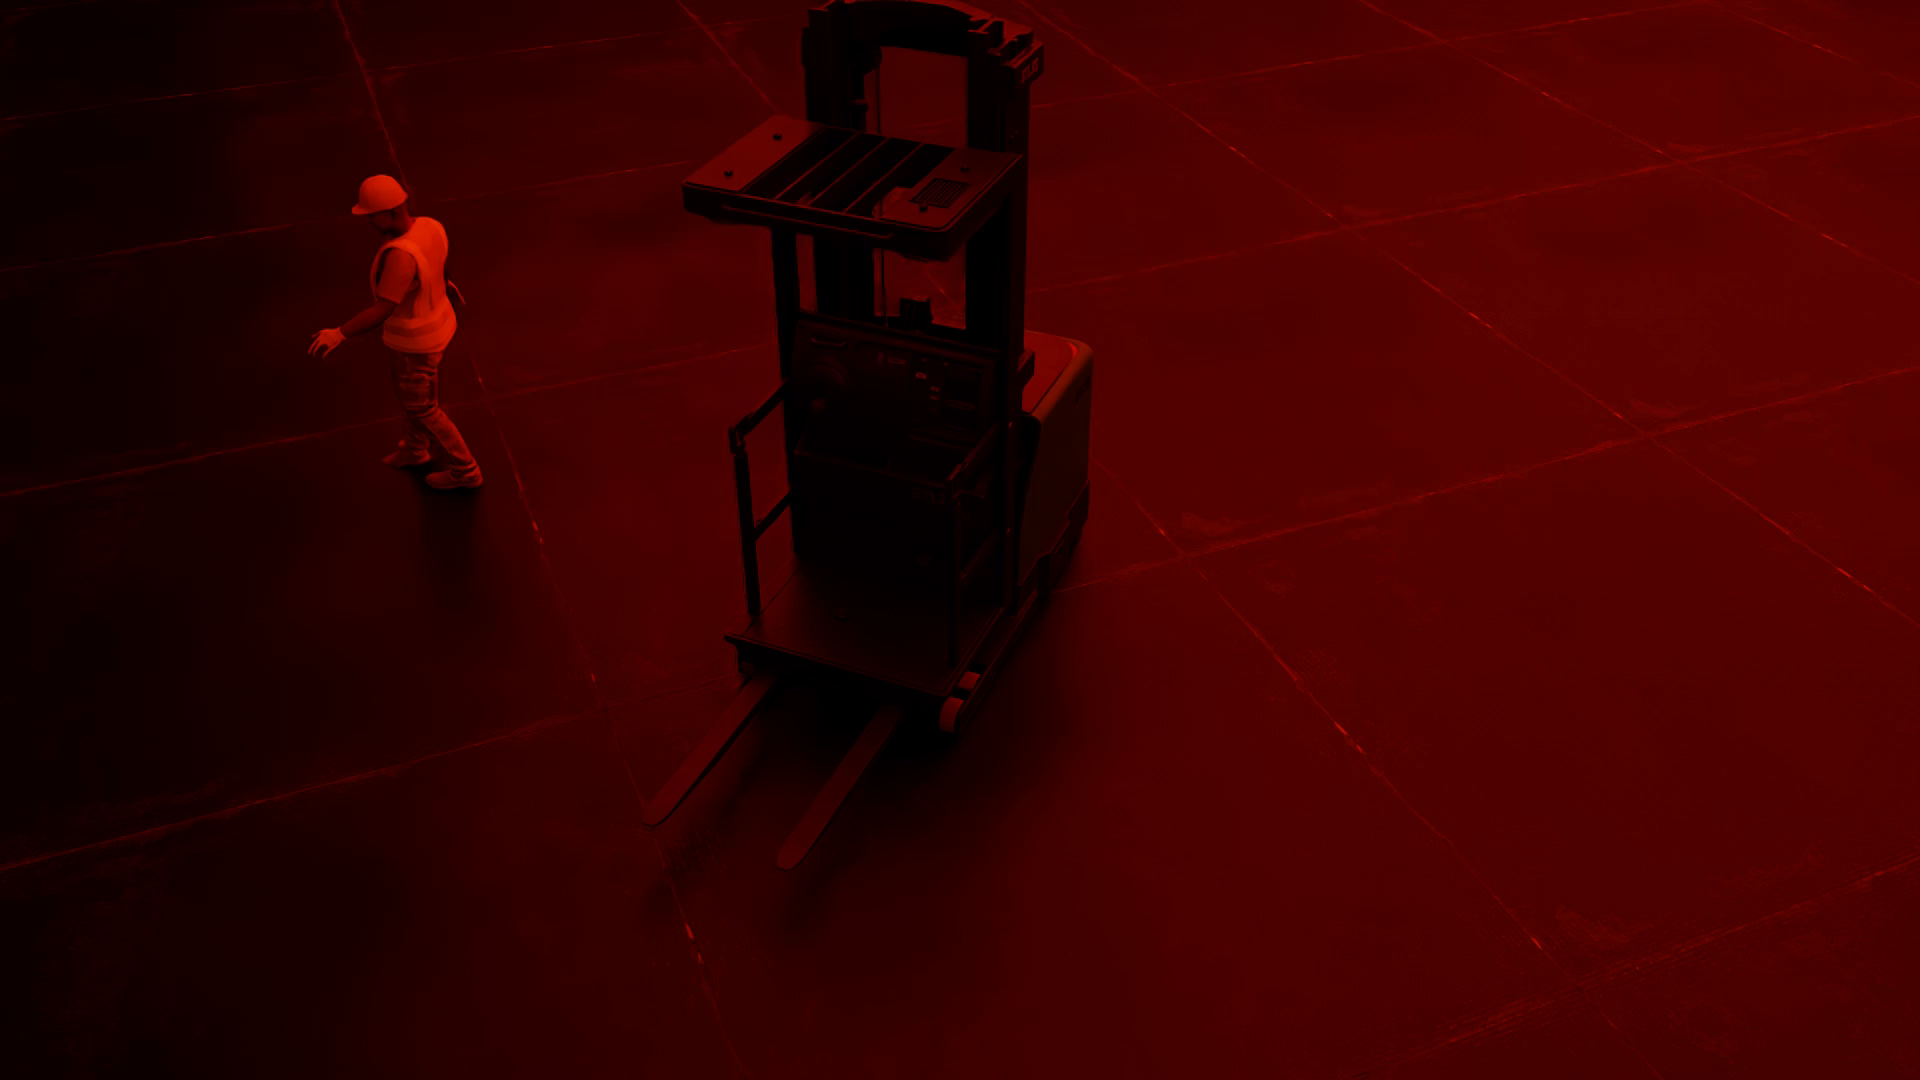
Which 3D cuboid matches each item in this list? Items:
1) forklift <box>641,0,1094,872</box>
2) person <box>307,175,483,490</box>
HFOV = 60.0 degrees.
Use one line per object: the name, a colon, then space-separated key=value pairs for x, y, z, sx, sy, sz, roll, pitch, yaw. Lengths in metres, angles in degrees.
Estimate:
forklift: x=-0.376 y=-0.612 z=6.959 sx=1.130 sy=2.935 sz=3.031 roll=14 pitch=38 yaw=19
person: x=-2.914 y=-1.063 z=8.645 sx=0.645 sy=1.794 sz=1.043 roll=2 pitch=35 yaw=3
